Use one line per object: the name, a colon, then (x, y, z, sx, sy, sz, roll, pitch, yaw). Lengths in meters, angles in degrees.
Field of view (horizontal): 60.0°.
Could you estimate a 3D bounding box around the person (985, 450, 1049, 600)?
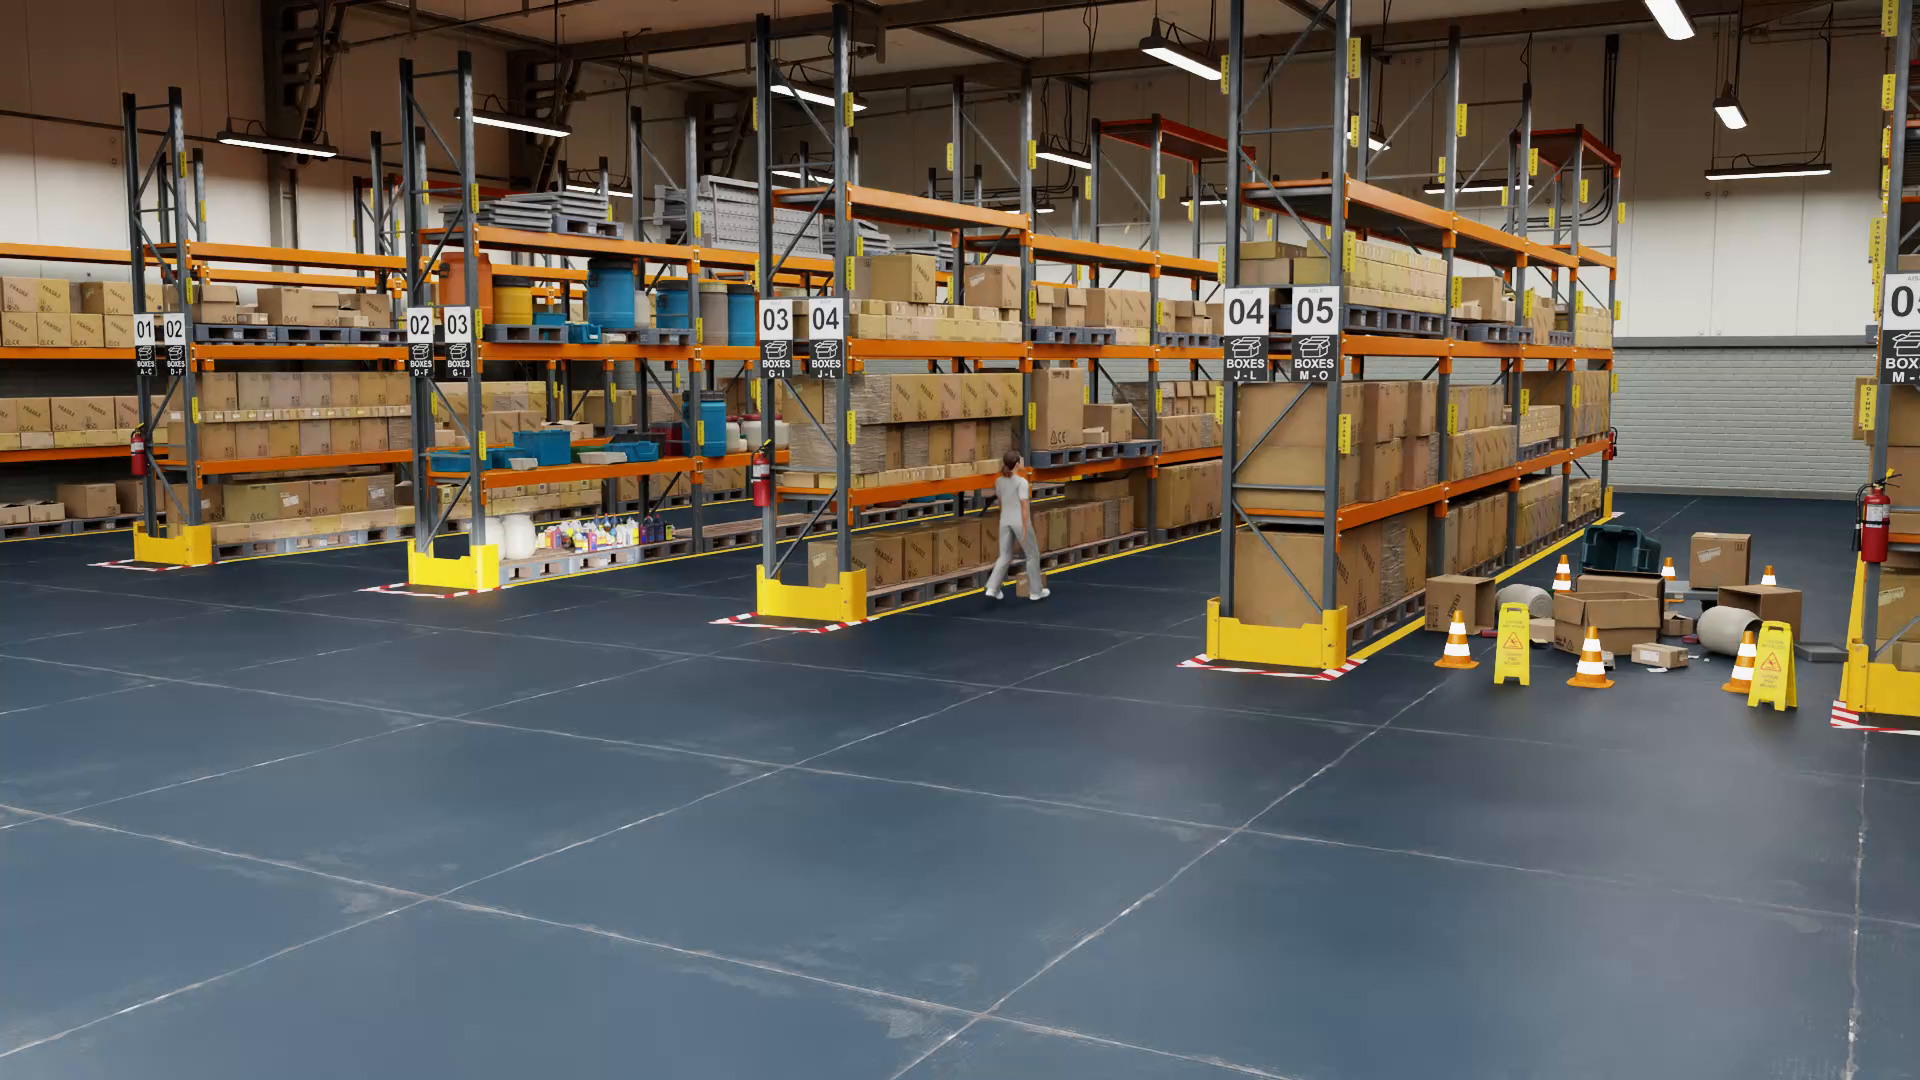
person: (0.611, -0.156, 17.836, 0.447, 1.633, 0.890, 4, 7, 33)
